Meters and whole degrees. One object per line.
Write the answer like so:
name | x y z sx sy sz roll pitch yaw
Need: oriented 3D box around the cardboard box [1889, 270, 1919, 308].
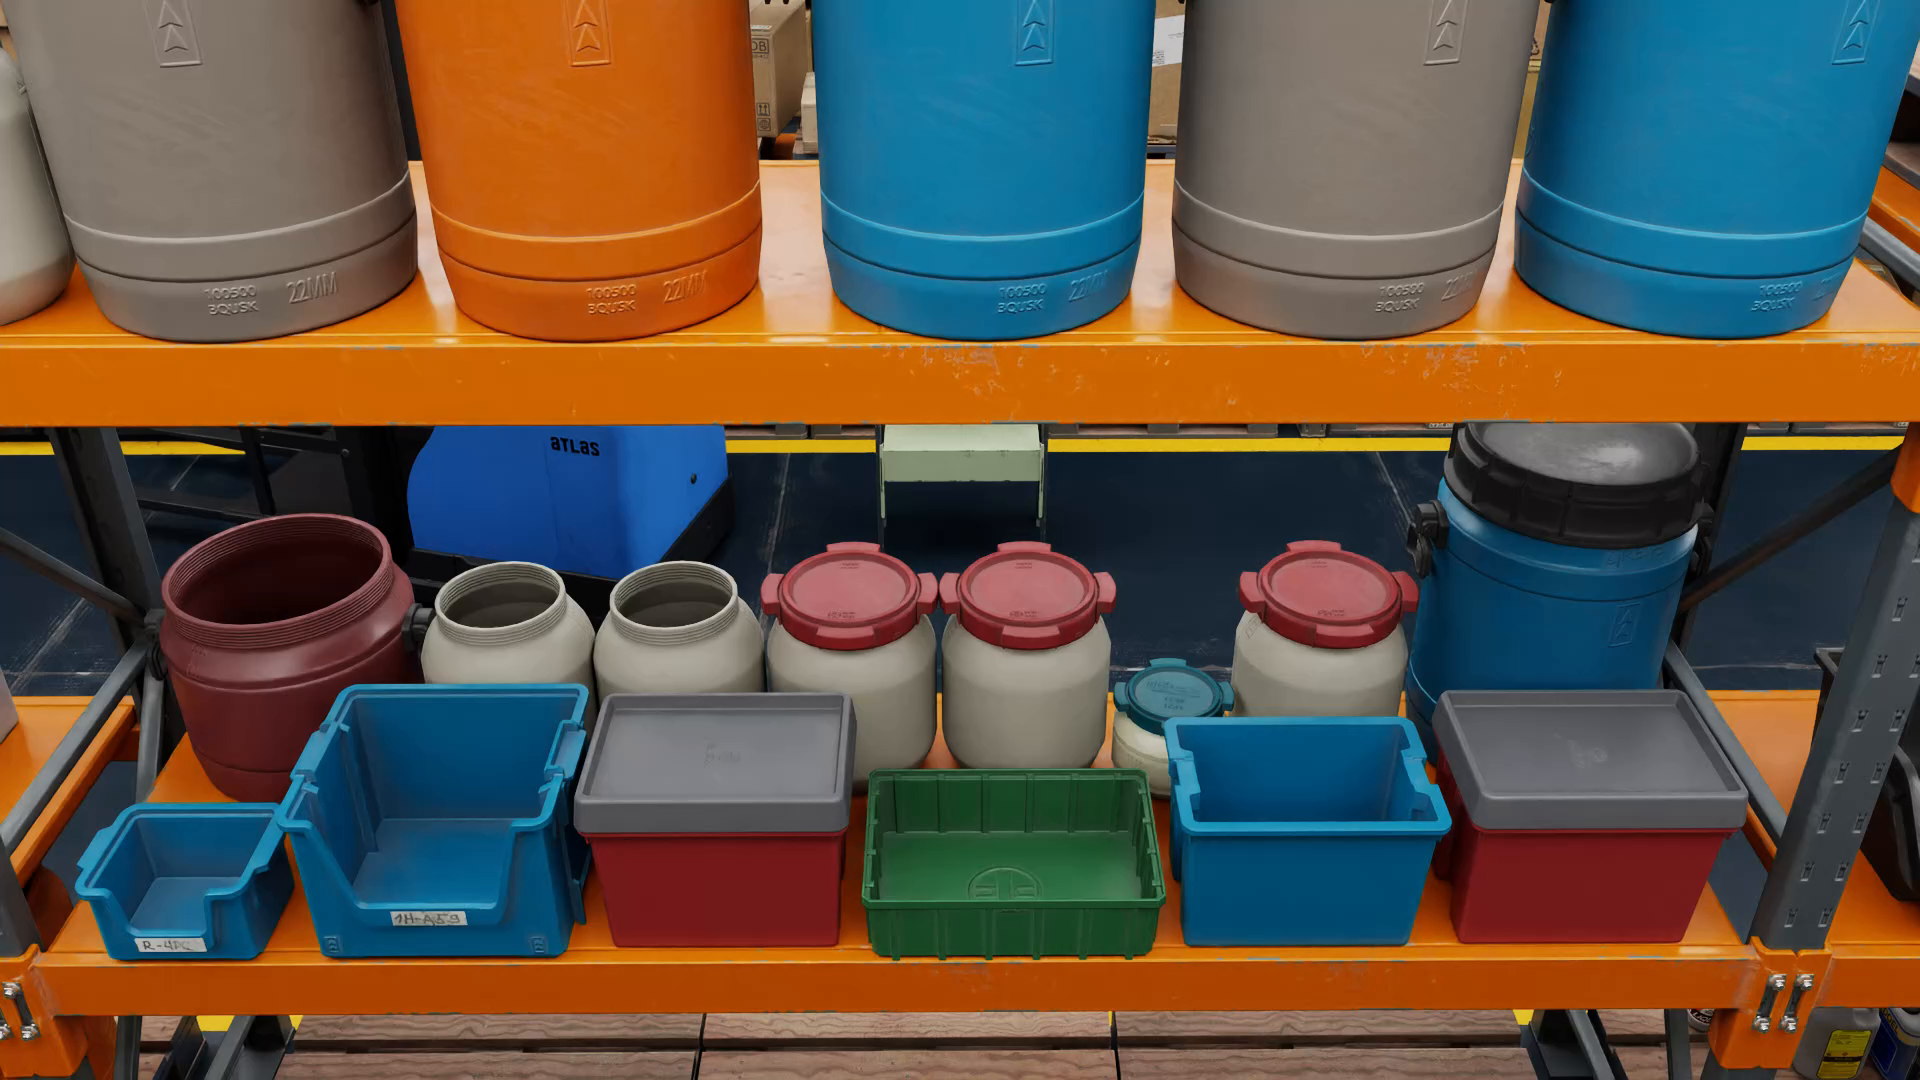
cardboard box | 5.201 -1.198 8.837 0.500 0.500 0.500 5 32 9

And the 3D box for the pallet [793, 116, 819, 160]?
pallet | -0.195 -2.001 8.341 1.213 0.211 1.003 0 31 0

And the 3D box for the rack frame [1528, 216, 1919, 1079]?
rack frame | 1.856 0.501 4.032 0.127 3.000 1.000 0 31 0

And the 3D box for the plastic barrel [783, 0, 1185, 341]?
plastic barrel | 0.041 -0.877 2.929 0.708 0.901 0.600 0 31 0

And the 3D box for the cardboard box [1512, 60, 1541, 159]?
cardboard box | 2.777 -2.190 8.085 0.500 0.500 0.875 0 31 0

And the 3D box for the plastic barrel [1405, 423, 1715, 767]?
plastic barrel | 1.468 0.131 4.159 0.708 0.901 0.600 0 31 0

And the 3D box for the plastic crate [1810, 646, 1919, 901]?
plastic crate | 2.380 0.592 3.942 0.504 0.338 0.767 0 31 0

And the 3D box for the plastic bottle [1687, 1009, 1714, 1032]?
plastic bottle | 2.217 1.347 4.912 0.097 0.201 0.097 0 31 0

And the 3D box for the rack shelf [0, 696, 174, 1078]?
rack shelf | -4.144 0.828 4.188 4.000 0.370 1.077 0 31 0

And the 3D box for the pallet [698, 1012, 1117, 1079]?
pallet | -0.152 1.721 4.709 1.213 0.211 1.003 0 31 0

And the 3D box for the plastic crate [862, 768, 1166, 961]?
plastic crate | 0.116 0.744 3.837 0.662 0.188 0.450 0 31 0

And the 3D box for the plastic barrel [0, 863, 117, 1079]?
plastic barrel | -2.633 1.273 4.448 0.708 0.830 0.600 0 31 0

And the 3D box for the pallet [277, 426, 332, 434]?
pallet | -2.963 -0.900 9.029 1.213 0.211 1.003 0 31 0

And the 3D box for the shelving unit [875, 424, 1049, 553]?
shelving unit | 0.007 -0.641 7.361 0.755 1.500 0.431 0 31 0

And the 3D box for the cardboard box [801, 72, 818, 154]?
cardboard box | -0.497 -2.057 7.988 0.500 0.250 0.500 -1 31 -2

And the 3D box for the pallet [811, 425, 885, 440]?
pallet | -0.176 -0.867 8.976 1.213 0.211 1.003 0 31 0

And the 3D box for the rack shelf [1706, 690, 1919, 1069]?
rack shelf | 3.856 0.803 4.229 4.000 0.370 1.077 0 31 0

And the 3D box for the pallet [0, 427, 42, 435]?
pallet | -5.403 -0.892 9.017 1.213 0.211 1.003 0 31 0

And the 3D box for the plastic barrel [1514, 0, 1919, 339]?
plastic barrel | 1.349 -0.881 2.936 0.708 0.901 0.600 0 31 0

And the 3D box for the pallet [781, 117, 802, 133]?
pallet | -1.314 -3.400 13.150 1.213 0.211 1.003 0 31 0

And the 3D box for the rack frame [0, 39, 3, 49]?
rack frame | -2.144 -2.051 2.455 0.127 3.000 1.000 0 31 0

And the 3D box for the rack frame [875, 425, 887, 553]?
rack frame | -0.359 -0.640 7.359 0.023 1.500 0.400 0 31 0

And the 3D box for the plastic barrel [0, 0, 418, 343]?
plastic barrel | -1.322 -0.873 2.922 0.600 0.901 0.600 0 31 0

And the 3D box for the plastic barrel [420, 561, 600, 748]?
plastic barrel | -1.117 0.352 4.170 0.421 0.512 0.421 0 31 0

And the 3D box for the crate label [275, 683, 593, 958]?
crate label | -1.149 0.636 3.776 0.616 0.435 0.502 0 31 0

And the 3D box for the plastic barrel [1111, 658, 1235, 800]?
plastic barrel | 0.531 0.485 4.192 0.301 0.262 0.301 0 31 0

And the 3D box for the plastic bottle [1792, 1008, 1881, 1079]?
plastic bottle | 2.499 1.369 4.731 0.185 0.351 0.144 0 31 0

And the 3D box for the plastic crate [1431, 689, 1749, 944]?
plastic crate | 1.373 0.634 3.751 0.583 0.464 0.402 0 31 0

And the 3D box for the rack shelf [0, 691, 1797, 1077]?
rack shelf | -0.144 0.815 4.208 4.000 0.370 1.077 0 31 0

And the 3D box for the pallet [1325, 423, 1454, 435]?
pallet | 2.497 -0.896 9.023 1.213 0.211 1.003 0 31 0

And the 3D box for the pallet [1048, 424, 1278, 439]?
pallet | 1.047 -0.872 8.984 1.213 0.211 1.003 0 31 0

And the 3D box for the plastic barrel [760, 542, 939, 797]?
plastic barrel | -0.269 0.336 4.173 0.433 0.535 0.433 0 31 0

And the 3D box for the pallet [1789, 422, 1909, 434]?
pallet | 4.937 -0.904 9.036 1.213 0.211 1.003 0 31 0

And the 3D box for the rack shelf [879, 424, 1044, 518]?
rack shelf | 0.007 -0.363 7.530 0.720 0.370 0.431 0 31 0

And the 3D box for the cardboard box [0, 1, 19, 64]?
cardboard box | -4.227 -2.527 7.959 0.637 0.503 0.797 1 31 1

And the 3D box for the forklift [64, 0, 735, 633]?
forklift | -2.626 -1.272 7.020 3.031 2.935 1.130 8 32 13
